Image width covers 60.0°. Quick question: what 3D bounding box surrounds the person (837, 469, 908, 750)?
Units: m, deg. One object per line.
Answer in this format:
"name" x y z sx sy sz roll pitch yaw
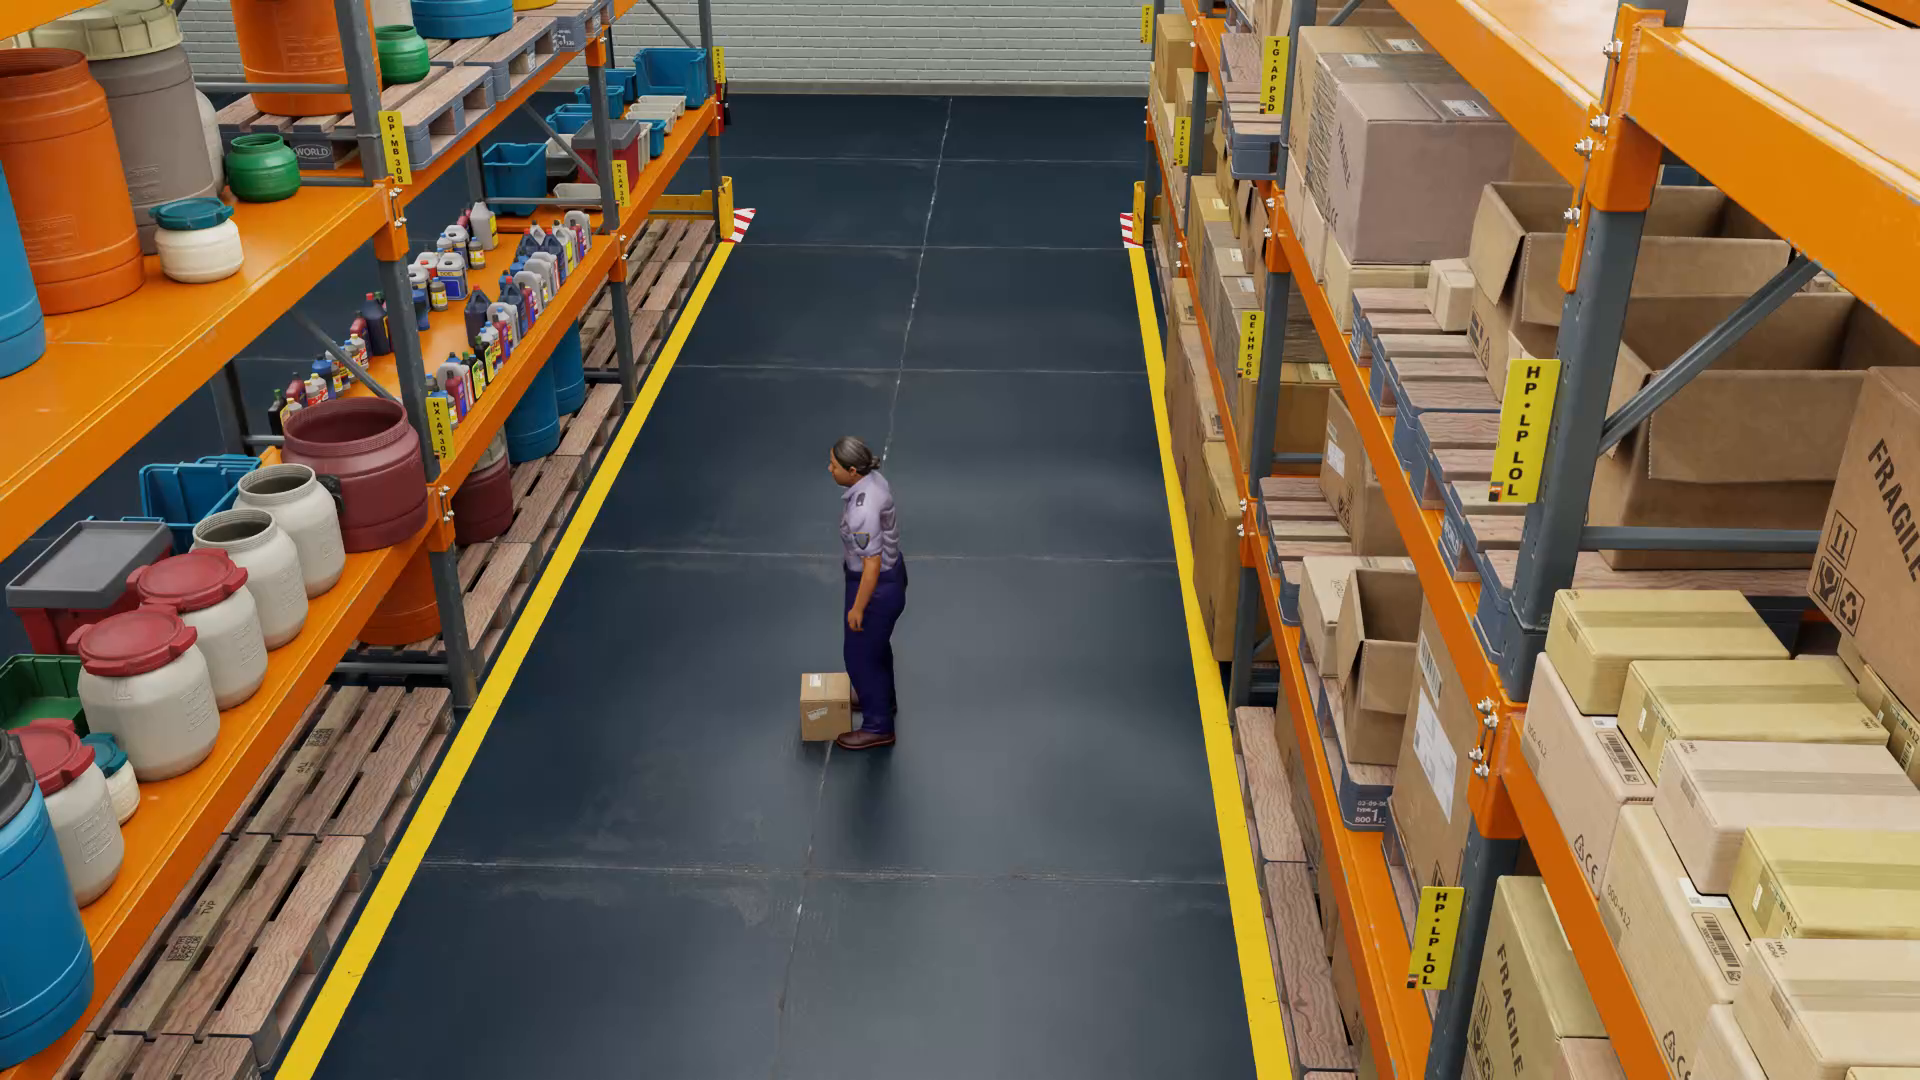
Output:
"person" -0.446 0.312 8.232 0.369 1.477 0.530 1 28 2
